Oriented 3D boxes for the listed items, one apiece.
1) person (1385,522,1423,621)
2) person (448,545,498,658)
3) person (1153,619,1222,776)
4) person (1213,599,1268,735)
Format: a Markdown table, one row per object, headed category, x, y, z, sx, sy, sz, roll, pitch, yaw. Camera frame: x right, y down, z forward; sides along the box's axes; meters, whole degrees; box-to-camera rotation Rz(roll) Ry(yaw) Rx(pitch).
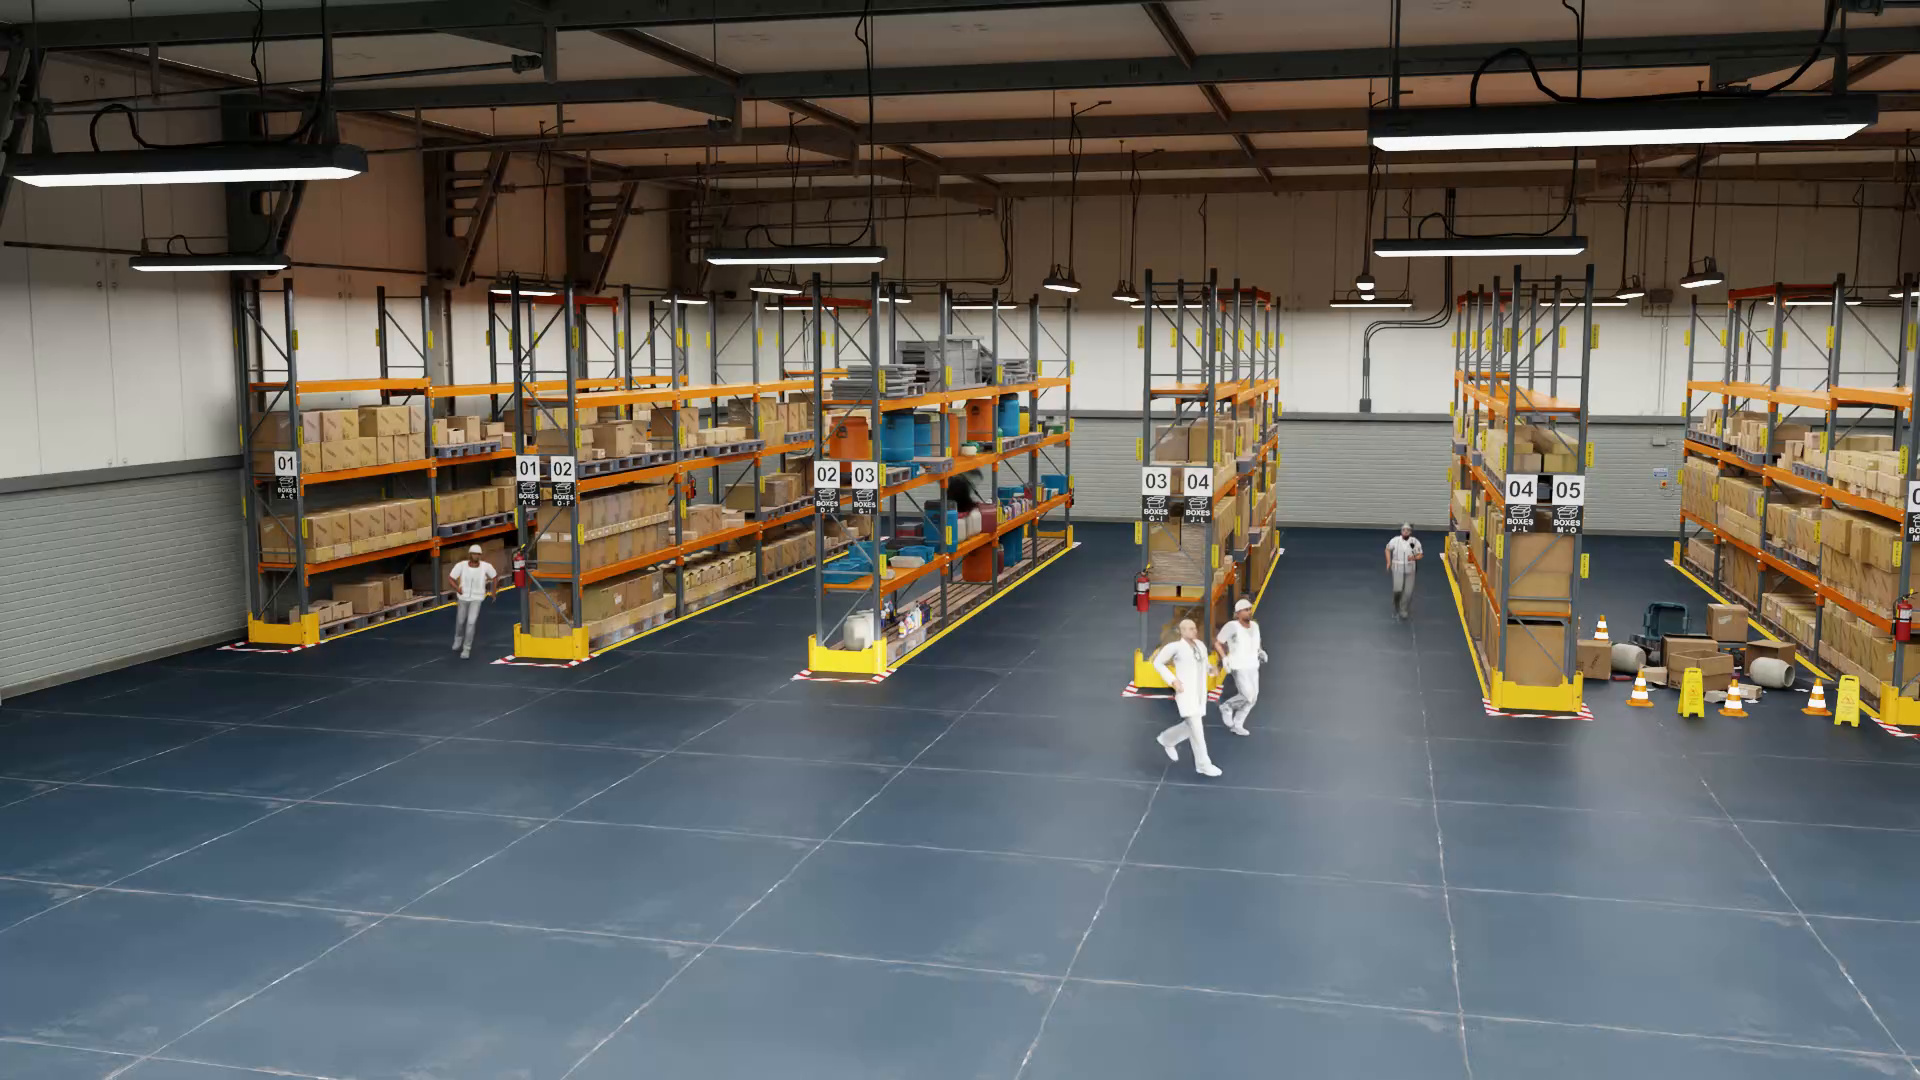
| category | x | y | z | sx | sy | sz | roll | pitch | yaw |
| --- | --- | --- | --- | --- | --- | --- | --- | --- | --- |
| person | 7.952 | 0.566 | 29.785 | 0.636 | 1.798 | 0.709 | 1 | 7 | 11 |
| person | -7.758 | 0.948 | 26.506 | 0.765 | 1.757 | 0.901 | -2 | 7 | -13 |
| person | 2.653 | 1.786 | 19.222 | 0.716 | 1.748 | 1.048 | -6 | 9 | -40 |
| person | 3.612 | 1.620 | 21.091 | 0.666 | 1.736 | 0.576 | -5 | 8 | -35 |
